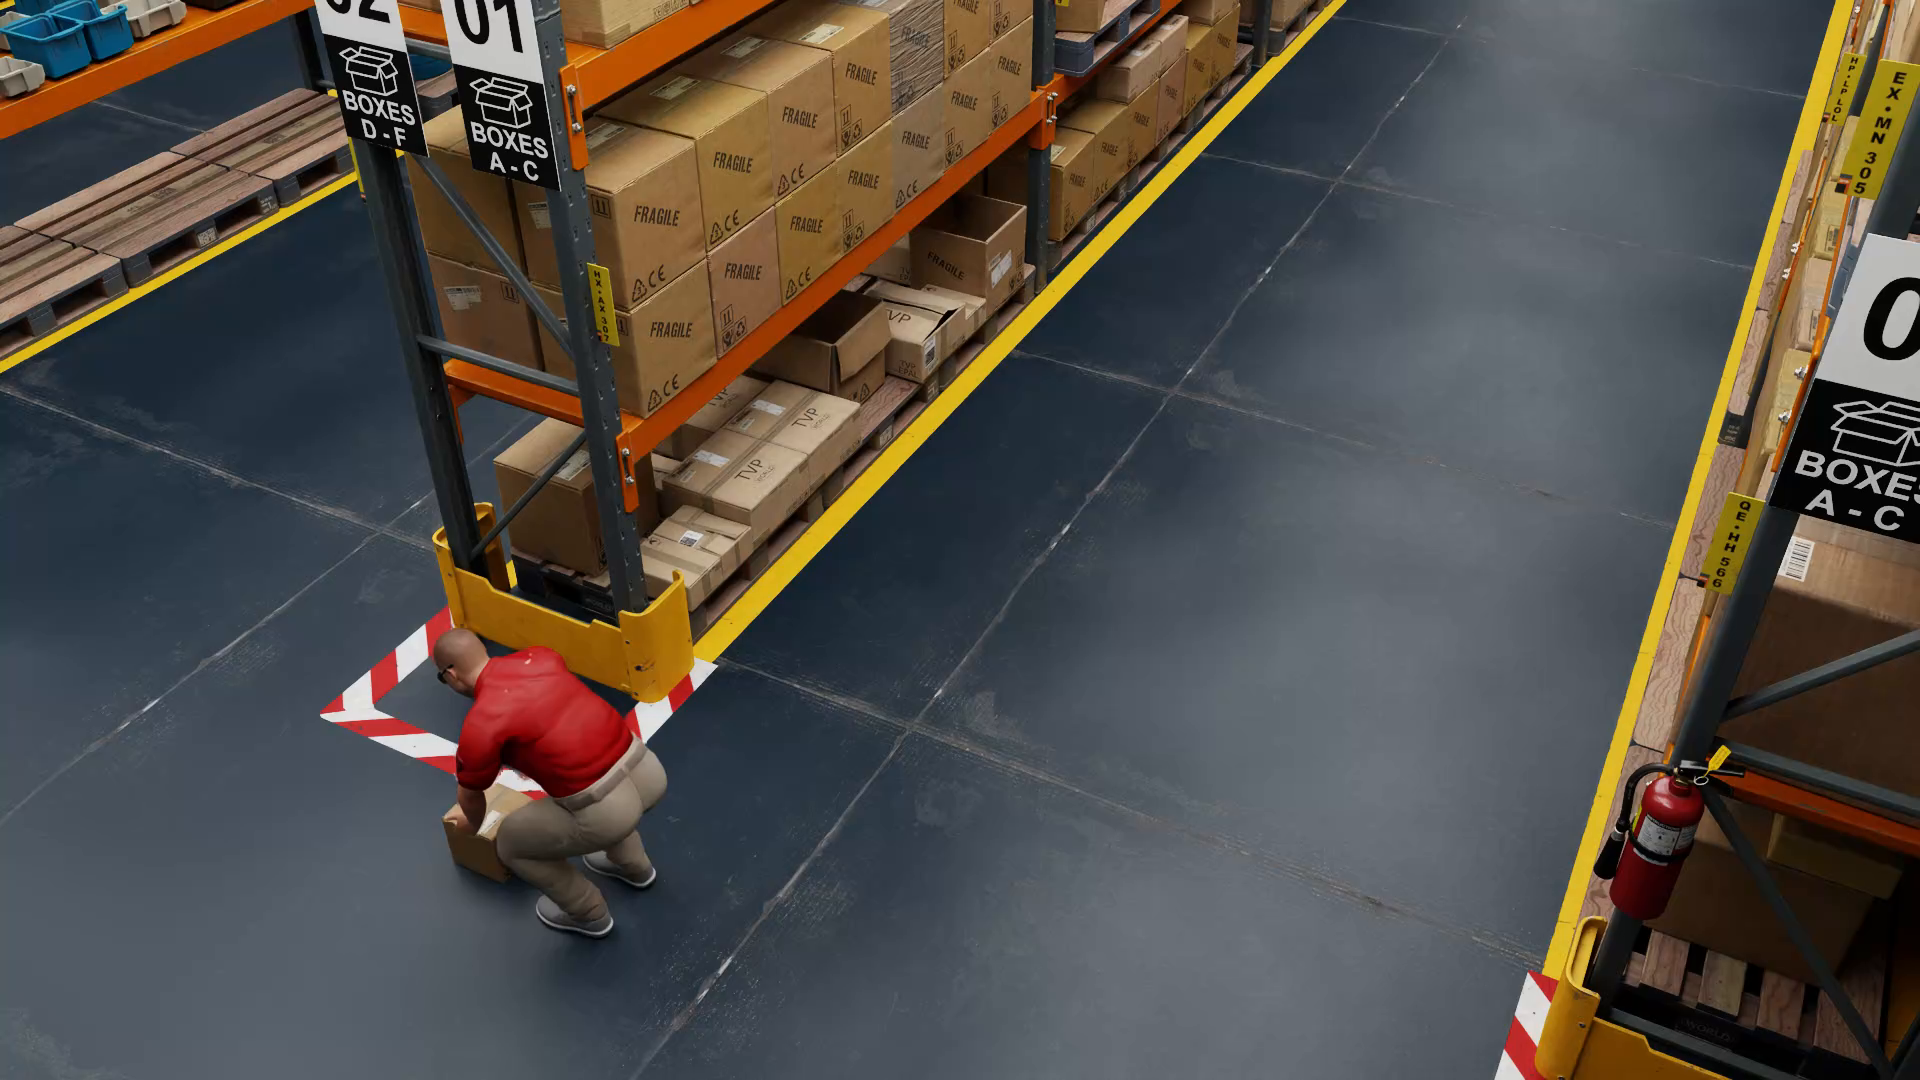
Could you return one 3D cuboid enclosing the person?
[{"bbox_3d":[-1.478,0.886,6.030,0.794,1.228,0.583,18,41,21],"label":"person"}]
